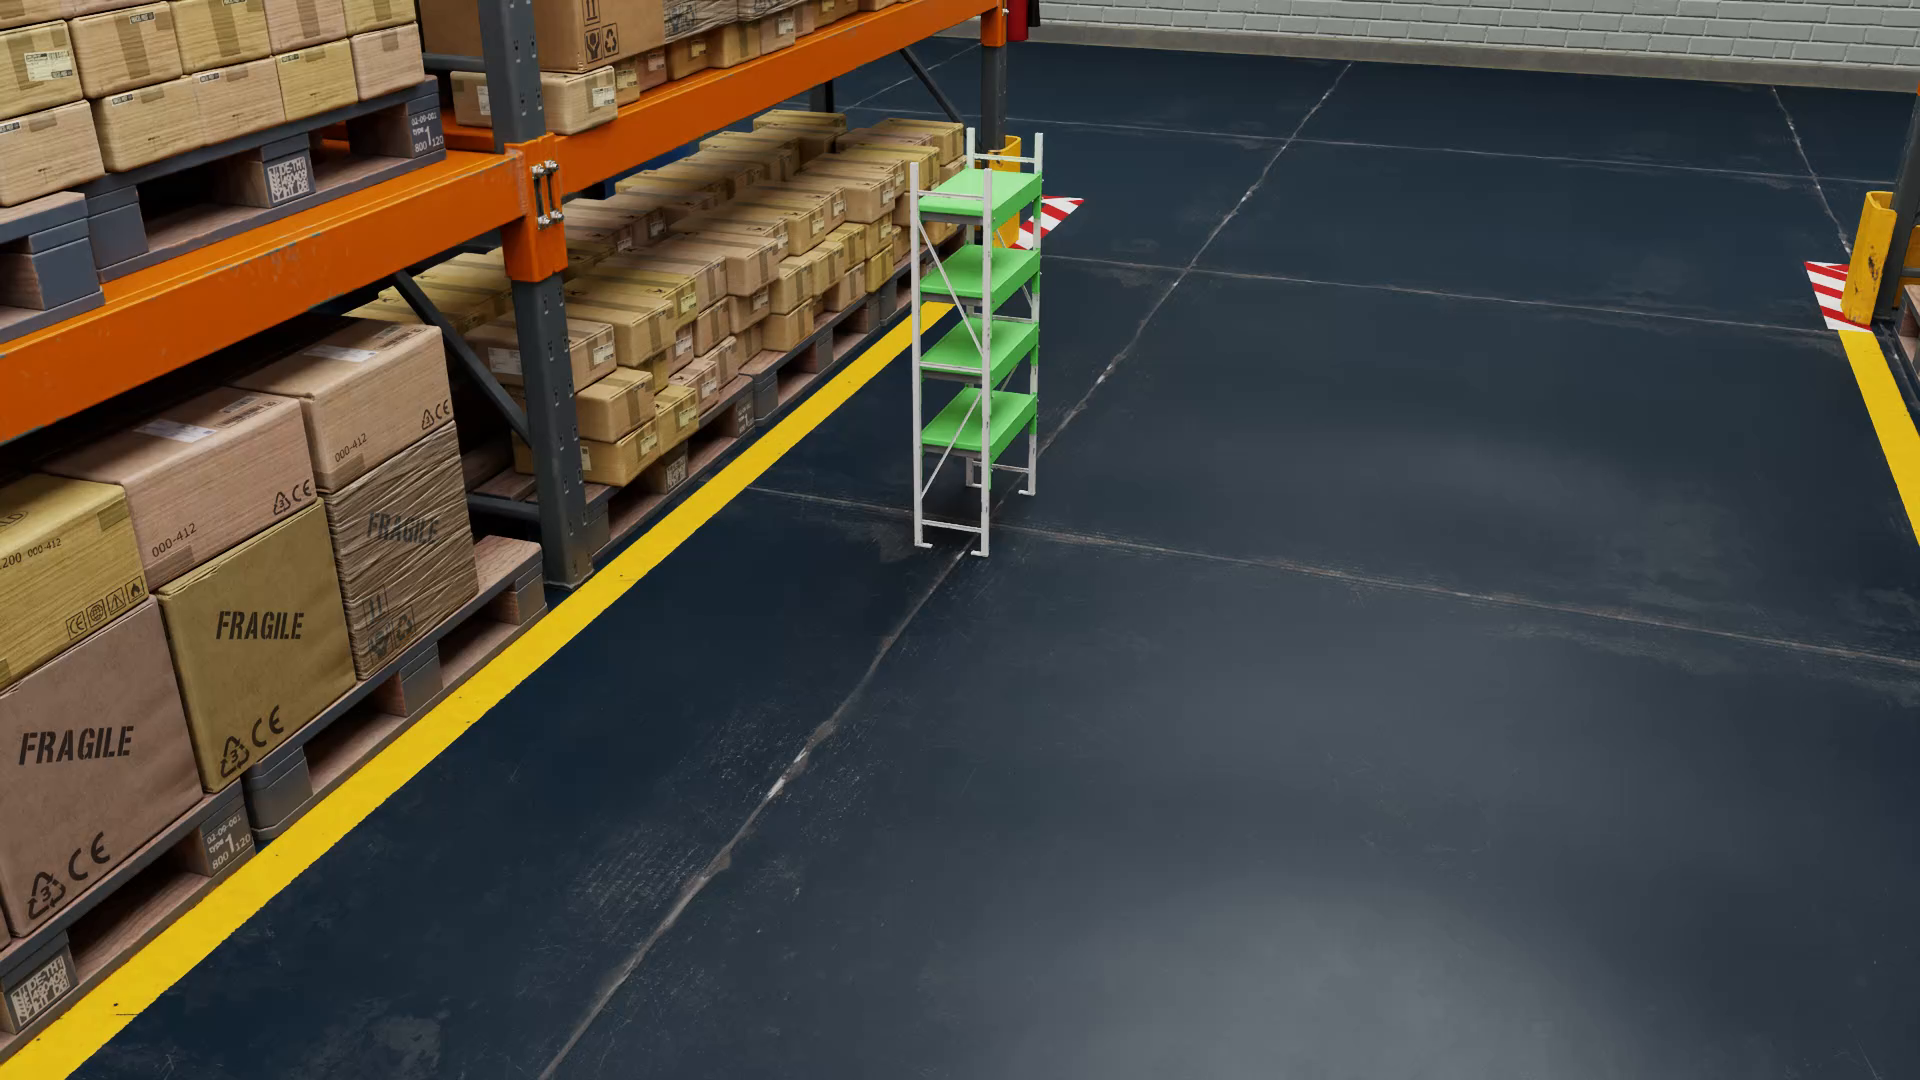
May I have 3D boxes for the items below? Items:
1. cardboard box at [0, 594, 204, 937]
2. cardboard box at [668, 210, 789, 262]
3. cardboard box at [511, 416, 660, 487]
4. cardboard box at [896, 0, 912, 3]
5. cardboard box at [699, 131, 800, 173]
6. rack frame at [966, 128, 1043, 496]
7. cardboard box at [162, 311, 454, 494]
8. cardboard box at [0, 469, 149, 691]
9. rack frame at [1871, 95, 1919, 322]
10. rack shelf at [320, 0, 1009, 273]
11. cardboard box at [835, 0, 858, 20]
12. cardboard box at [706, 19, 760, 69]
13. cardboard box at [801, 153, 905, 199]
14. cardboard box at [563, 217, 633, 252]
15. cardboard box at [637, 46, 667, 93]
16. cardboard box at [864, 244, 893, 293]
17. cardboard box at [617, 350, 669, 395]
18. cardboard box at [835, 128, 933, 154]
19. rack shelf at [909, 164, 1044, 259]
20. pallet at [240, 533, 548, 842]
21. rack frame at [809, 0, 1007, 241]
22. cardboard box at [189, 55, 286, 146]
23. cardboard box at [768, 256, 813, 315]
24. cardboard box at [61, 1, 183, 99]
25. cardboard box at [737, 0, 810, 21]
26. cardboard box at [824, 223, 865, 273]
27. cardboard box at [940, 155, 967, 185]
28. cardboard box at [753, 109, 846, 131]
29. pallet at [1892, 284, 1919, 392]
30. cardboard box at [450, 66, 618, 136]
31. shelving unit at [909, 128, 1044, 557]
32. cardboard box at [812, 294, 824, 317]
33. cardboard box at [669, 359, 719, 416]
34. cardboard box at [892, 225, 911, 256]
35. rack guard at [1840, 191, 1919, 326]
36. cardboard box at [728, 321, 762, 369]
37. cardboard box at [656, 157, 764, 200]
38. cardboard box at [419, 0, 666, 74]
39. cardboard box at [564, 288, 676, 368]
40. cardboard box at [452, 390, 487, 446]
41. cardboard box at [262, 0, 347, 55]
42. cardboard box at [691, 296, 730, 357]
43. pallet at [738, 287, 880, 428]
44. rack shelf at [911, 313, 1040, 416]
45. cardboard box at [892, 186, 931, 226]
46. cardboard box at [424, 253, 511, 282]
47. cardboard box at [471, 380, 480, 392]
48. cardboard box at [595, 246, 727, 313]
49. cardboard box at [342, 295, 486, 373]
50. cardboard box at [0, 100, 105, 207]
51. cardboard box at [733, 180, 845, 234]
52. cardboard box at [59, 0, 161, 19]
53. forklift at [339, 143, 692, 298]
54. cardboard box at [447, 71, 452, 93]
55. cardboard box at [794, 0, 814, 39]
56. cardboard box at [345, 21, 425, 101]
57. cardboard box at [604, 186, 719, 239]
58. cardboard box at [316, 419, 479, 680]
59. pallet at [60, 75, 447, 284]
[{"bbox_3d":[-1.952,0.404,3.359,0.500,0.500,0.500,8,27,16],"label":"cardboard box"},{"bbox_3d":[-0.862,-1.121,6.231,0.380,0.149,0.250,8,27,15],"label":"cardboard box"},{"bbox_3d":[-1.173,-0.302,5.222,0.380,0.149,0.250,8,27,15],"label":"cardboard box"},{"bbox_3d":[-0.359,-2.339,6.927,0.380,0.149,0.250,9,27,19],"label":"cardboard box"},{"bbox_3d":[-0.944,-1.729,7.486,0.380,0.149,0.250,9,27,17],"label":"cardboard box"},{"bbox_3d":[0.136,-0.708,5.336,0.240,1.200,0.015,9,27,17],"label":"rack frame"},{"bbox_3d":[-1.607,-0.352,4.061,0.500,0.250,0.500,8,27,16],"label":"cardboard box"},{"bbox_3d":[-1.953,0.076,3.176,0.500,0.250,0.500,8,27,15],"label":"cardboard box"},{"bbox_3d":[4.435,-2.261,6.477,1.000,3.000,0.127,9,27,17],"label":"rack frame"},{"bbox_3d":[-0.932,-1.791,6.334,1.077,0.370,4.000,9,27,17],"label":"rack shelf"},{"bbox_3d":[-0.620,-2.133,6.501,0.380,0.149,0.250,8,27,15],"label":"cardboard box"},{"bbox_3d":[-0.898,-1.688,5.583,0.380,0.149,0.250,9,27,18],"label":"cardboard box"},{"bbox_3d":[-0.454,-1.540,7.094,0.380,0.149,0.250,8,27,15],"label":"cardboard box"},{"bbox_3d":[-1.438,-1.085,6.156,0.380,0.149,0.250,7,27,15],"label":"cardboard box"},{"bbox_3d":[-1.140,-1.483,5.160,0.380,0.149,0.250,8,27,15],"label":"cardboard box"},{"bbox_3d":[-0.500,-1.163,6.999,0.380,0.149,0.250,8,27,15],"label":"cardboard box"},{"bbox_3d":[-1.176,-0.553,5.398,0.380,0.149,0.250,9,27,18],"label":"cardboard box"},{"bbox_3d":[-0.341,-1.762,7.553,0.380,0.149,0.250,9,27,18],"label":"cardboard box"},{"bbox_3d":[0.055,-0.983,4.948,0.258,0.148,0.480,9,27,17],"label":"rack shelf"},{"bbox_3d":[-1.855,0.282,4.426,1.003,0.211,1.213,9,27,17],"label":"pallet"},{"bbox_3d":[-0.266,-2.937,7.874,1.000,3.000,0.127,9,27,17],"label":"rack frame"},{"bbox_3d":[-1.714,-0.968,3.614,0.380,0.149,0.250,9,27,17],"label":"cardboard box"},{"bbox_3d":[-0.778,-0.973,6.265,0.380,0.149,0.250,9,27,17],"label":"cardboard box"},{"bbox_3d":[-1.802,-0.988,3.314,0.380,0.149,0.250,8,27,16],"label":"cardboard box"},{"bbox_3d":[-0.836,-2.045,5.576,0.500,0.500,0.500,8,27,16],"label":"cardboard box"},{"bbox_3d":[-0.607,-1.188,6.709,0.380,0.149,0.250,10,28,20],"label":"cardboard box"},{"bbox_3d":[-0.173,-1.719,7.806,0.380,0.149,0.250,8,27,16],"label":"cardboard box"},{"bbox_3d":[-0.761,-1.945,7.931,0.380,0.149,0.250,8,27,15],"label":"cardboard box"},{"bbox_3d":[4.243,-0.666,6.383,1.003,0.211,1.213,9,27,17],"label":"pallet"},{"bbox_3d":[-1.195,-1.249,4.676,0.380,0.149,0.250,10,28,19],"label":"cardboard box"},{"bbox_3d":[0.055,-0.608,5.129,0.258,1.200,0.503,9,27,17],"label":"shelving unit"},{"bbox_3d":[-0.765,-0.960,6.581,0.380,0.149,0.250,10,27,19],"label":"cardboard box"},{"bbox_3d":[-1.051,-0.521,5.674,0.380,0.149,0.250,9,27,17],"label":"cardboard box"},{"bbox_3d":[-0.404,-1.380,7.448,0.380,0.149,0.250,9,27,17],"label":"cardboard box"},{"bbox_3d":[4.443,-1.146,7.043,1.175,0.500,0.348,9,27,17],"label":"rack guard"},{"bbox_3d":[-0.957,-0.749,6.143,0.380,0.149,0.250,8,27,15],"label":"cardboard box"},{"bbox_3d":[-1.050,-1.503,7.018,0.380,0.149,0.250,10,28,19],"label":"cardboard box"},{"bbox_3d":[-1.195,-1.639,4.737,0.500,0.500,0.500,8,27,16],"label":"cardboard box"},{"bbox_3d":[-1.140,-0.683,5.326,0.380,0.149,0.250,10,28,20],"label":"cardboard box"},{"bbox_3d":[-1.788,-0.410,5.444,0.380,0.149,0.250,9,27,18],"label":"cardboard box"},{"bbox_3d":[-1.630,-1.203,3.757,0.380,0.149,0.250,9,27,18],"label":"cardboard box"},{"bbox_3d":[-1.036,-0.769,5.844,0.380,0.149,0.250,7,27,15],"label":"cardboard box"},{"bbox_3d":[-1.003,-0.822,6.706,1.003,0.211,1.213,9,27,17],"label":"pallet"},{"bbox_3d":[0.055,-0.551,5.157,0.258,0.148,0.480,9,27,17],"label":"rack shelf"},{"bbox_3d":[-0.344,-1.505,7.364,0.380,0.149,0.250,8,27,15],"label":"cardboard box"},{"bbox_3d":[-1.601,-0.865,5.701,0.380,0.149,0.250,8,27,17],"label":"cardboard box"},{"bbox_3d":[-1.714,-0.622,5.540,0.380,0.149,0.250,7,27,15],"label":"cardboard box"},{"bbox_3d":[-1.037,-0.905,5.783,0.380,0.149,0.250,8,27,16],"label":"cardboard box"},{"bbox_3d":[-1.725,-0.651,5.259,0.380,0.149,0.250,10,27,19],"label":"cardboard box"},{"bbox_3d":[-1.885,-0.750,3.164,0.380,0.149,0.250,8,27,15],"label":"cardboard box"},{"bbox_3d":[-0.683,-1.329,6.659,0.380,0.149,0.250,8,27,16],"label":"cardboard box"},{"bbox_3d":[-1.811,-1.119,3.244,0.380,0.149,0.250,9,27,17],"label":"cardboard box"},{"bbox_3d":[-2.269,-2.480,7.008,1.130,2.935,3.031,7,27,14],"label":"forklift"},{"bbox_3d":[-1.740,-1.453,5.098,0.380,0.149,0.250,8,27,16],"label":"cardboard box"},{"bbox_3d":[-0.757,-1.914,6.050,0.380,0.149,0.250,10,28,19],"label":"cardboard box"},{"bbox_3d":[-1.543,-1.177,4.046,0.380,0.149,0.250,8,27,16],"label":"cardboard box"},{"bbox_3d":[-1.174,-1.284,6.566,0.380,0.149,0.250,9,27,18],"label":"cardboard box"},{"bbox_3d":[-1.606,-0.017,4.229,0.500,0.500,0.500,8,27,16],"label":"cardboard box"},{"bbox_3d":[-1.989,-0.914,3.916,1.003,0.211,1.213,9,27,17],"label":"pallet"}]
